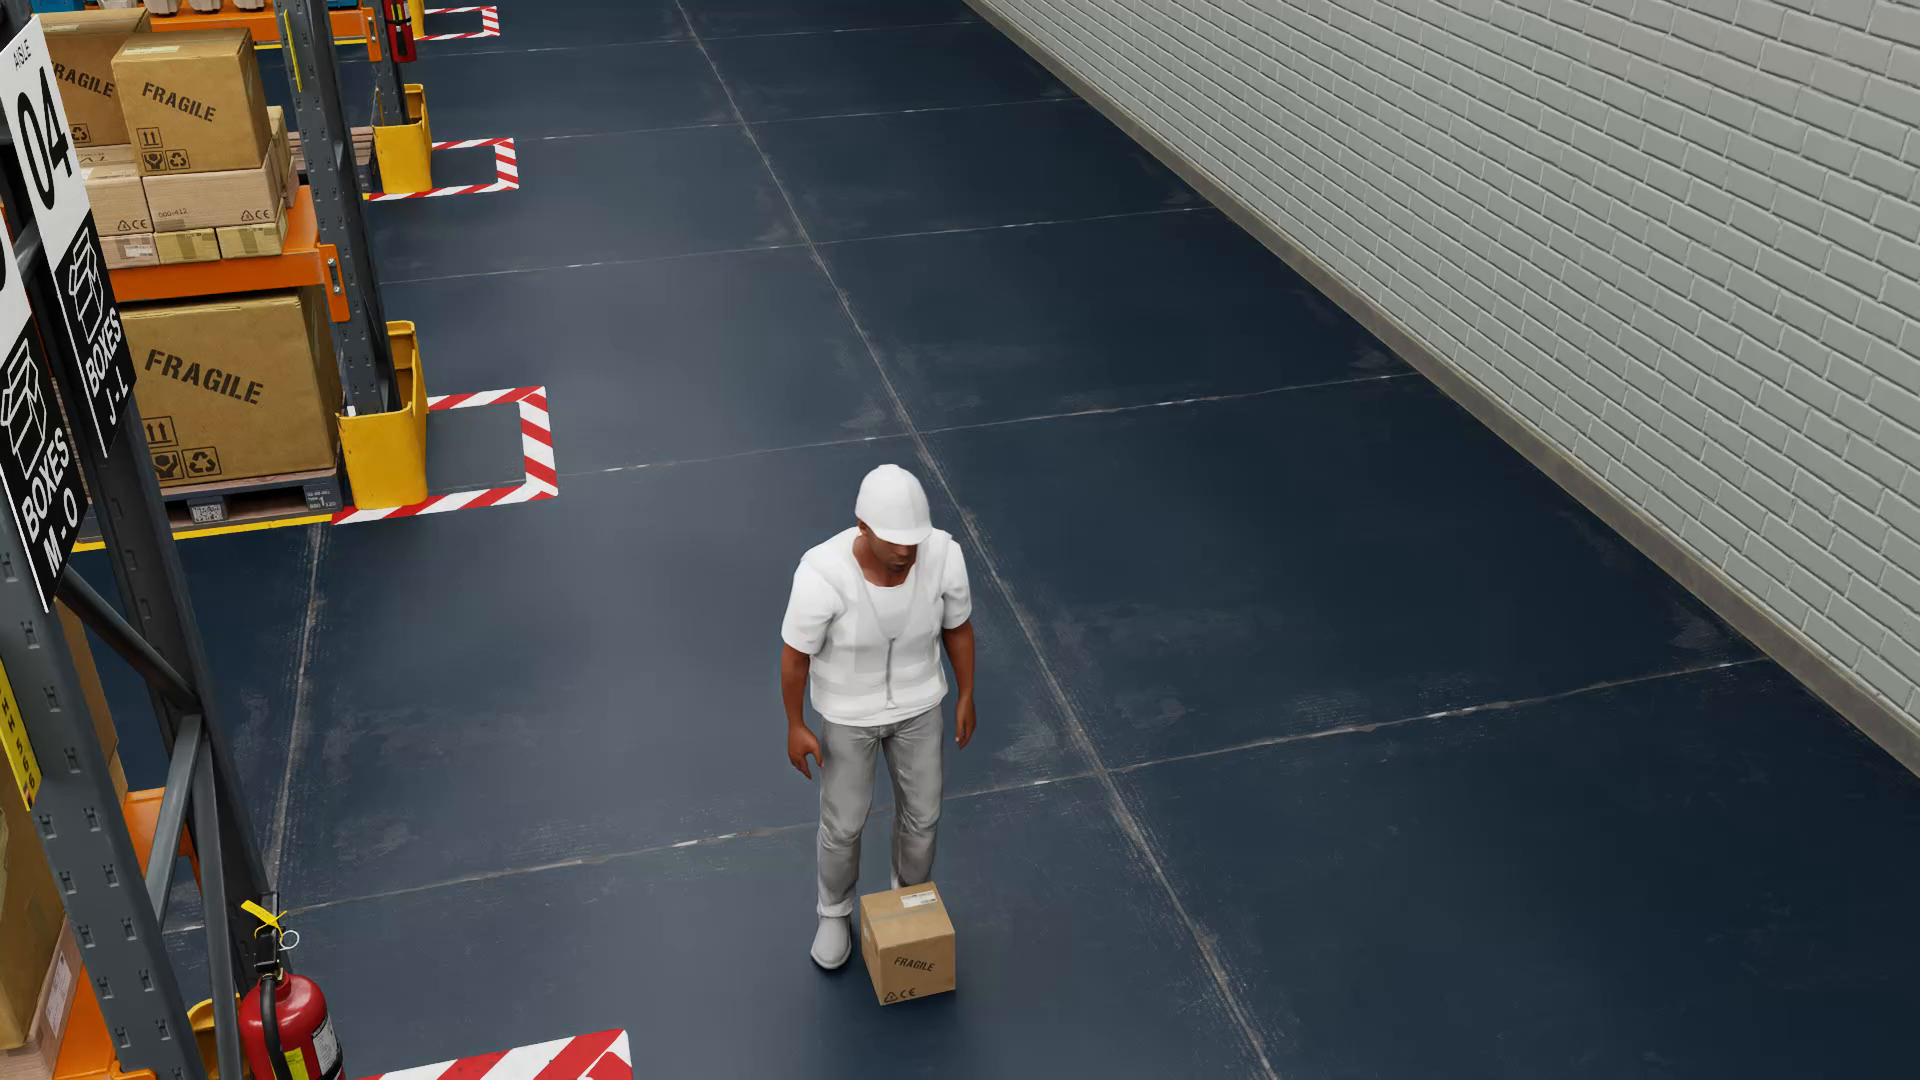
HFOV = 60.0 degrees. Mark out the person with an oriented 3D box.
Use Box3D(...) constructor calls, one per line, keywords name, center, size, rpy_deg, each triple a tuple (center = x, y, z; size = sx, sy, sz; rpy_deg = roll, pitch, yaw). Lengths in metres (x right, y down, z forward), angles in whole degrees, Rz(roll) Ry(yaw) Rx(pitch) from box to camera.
Box3D(name="person", center=(-0.238, 0.538, 5.185), size=(0.627, 1.759, 0.462), rpy_deg=(-9, 31, -16))
